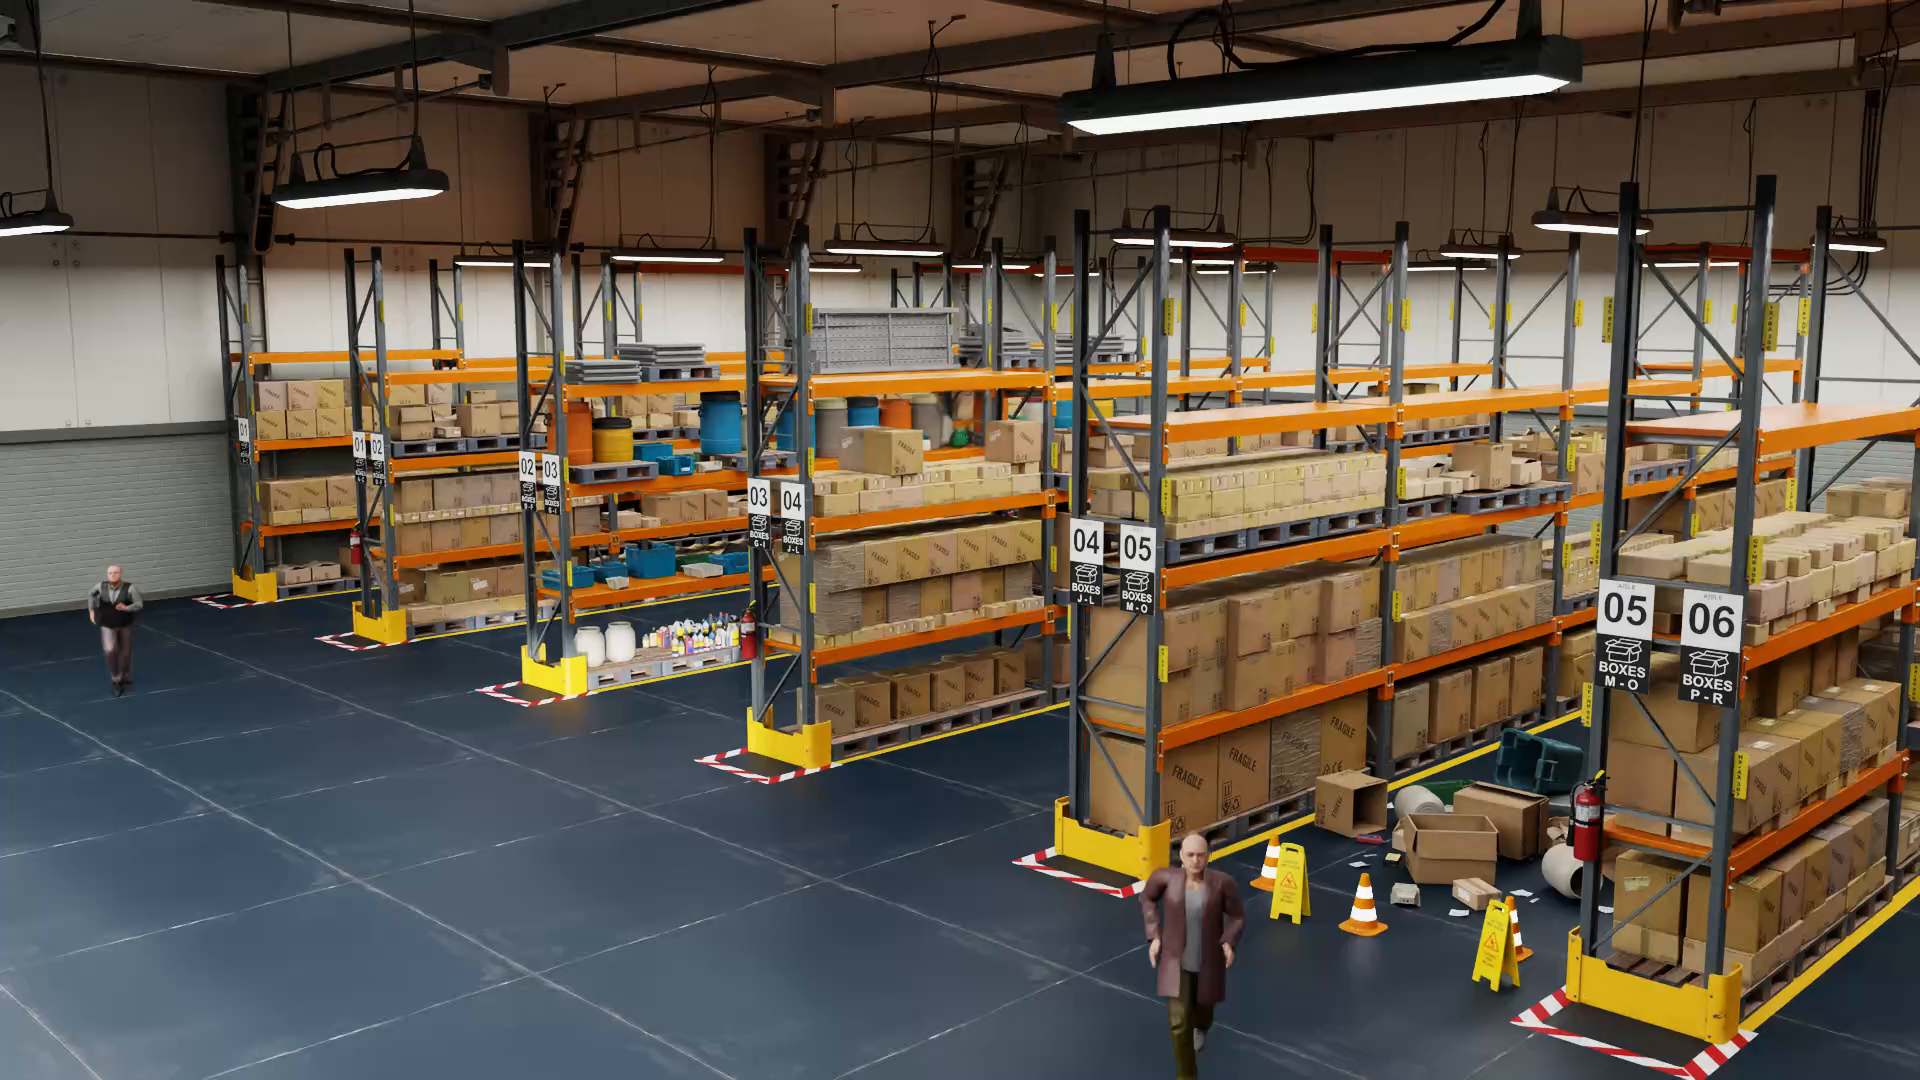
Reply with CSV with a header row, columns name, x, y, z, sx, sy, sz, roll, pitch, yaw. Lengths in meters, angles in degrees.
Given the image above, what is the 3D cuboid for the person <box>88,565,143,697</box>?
name,x,y,z,sx,sy,sz,roll,pitch,yaw
person,-11.237,1.193,22.178,0.680,1.747,0.839,-3,9,-21

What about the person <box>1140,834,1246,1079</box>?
name,x,y,z,sx,sy,sz,roll,pitch,yaw
person,1.531,2.761,10.998,0.689,1.759,0.959,1,8,7
